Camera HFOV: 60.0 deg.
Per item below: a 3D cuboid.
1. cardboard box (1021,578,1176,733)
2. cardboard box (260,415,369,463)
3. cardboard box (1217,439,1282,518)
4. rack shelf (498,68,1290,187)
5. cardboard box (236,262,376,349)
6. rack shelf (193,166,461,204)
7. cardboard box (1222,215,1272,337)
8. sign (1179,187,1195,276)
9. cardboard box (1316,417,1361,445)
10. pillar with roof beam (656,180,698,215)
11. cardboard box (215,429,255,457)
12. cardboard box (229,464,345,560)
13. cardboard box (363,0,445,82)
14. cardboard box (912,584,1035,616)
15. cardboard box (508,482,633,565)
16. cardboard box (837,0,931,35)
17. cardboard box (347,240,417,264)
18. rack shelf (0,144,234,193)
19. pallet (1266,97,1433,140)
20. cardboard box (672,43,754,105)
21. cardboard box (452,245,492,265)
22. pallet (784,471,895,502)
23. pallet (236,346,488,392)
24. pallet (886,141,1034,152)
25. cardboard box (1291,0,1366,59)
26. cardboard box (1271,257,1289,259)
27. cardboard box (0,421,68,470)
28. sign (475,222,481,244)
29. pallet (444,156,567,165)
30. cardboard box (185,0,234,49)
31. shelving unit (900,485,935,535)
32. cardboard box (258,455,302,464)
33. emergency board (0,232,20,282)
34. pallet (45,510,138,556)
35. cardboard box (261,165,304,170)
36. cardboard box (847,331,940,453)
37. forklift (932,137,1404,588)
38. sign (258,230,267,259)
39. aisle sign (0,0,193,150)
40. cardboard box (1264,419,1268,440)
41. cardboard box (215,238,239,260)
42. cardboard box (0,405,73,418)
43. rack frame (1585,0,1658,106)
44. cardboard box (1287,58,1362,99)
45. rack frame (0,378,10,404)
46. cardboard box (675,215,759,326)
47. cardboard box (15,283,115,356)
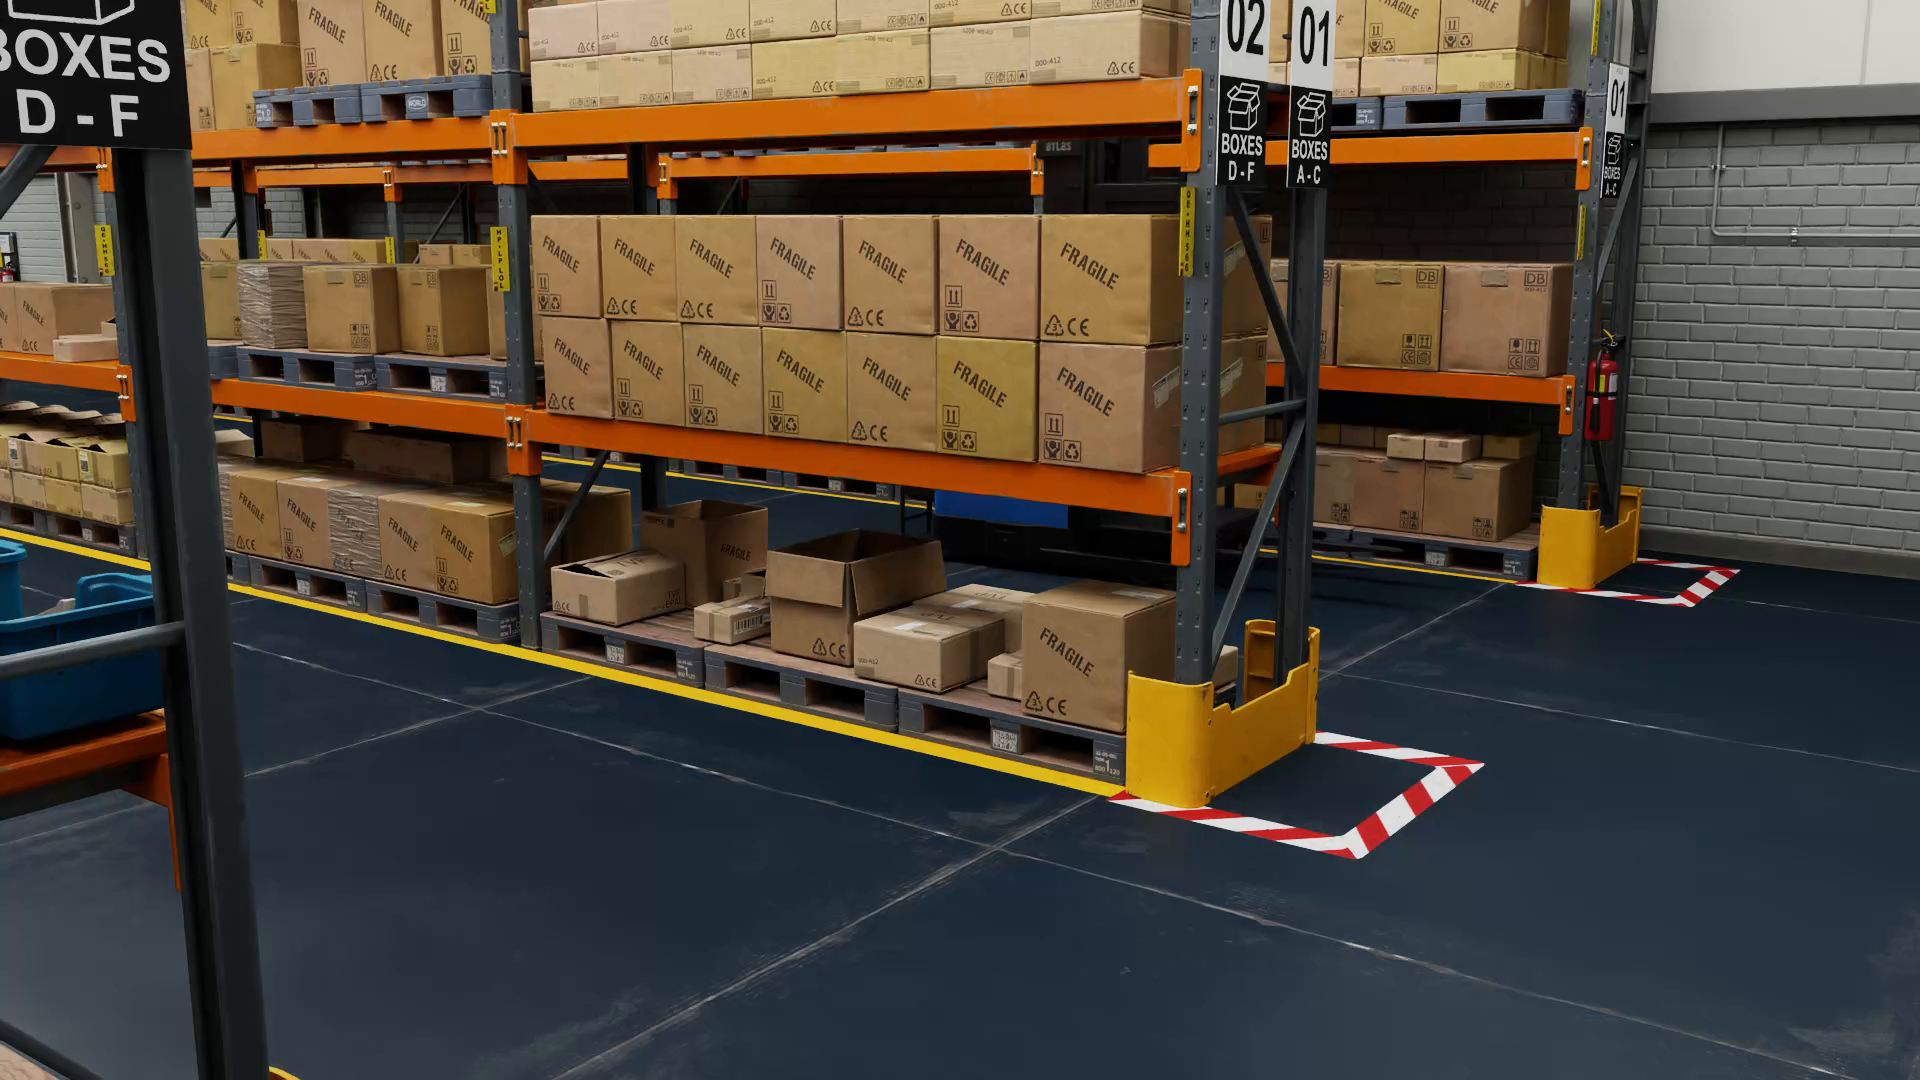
[{"bbox_3d":[0.606,0.480,7.076,0.500,0.500,0.500,8,13,36],"label":"cardboard box"},{"bbox_3d":[-4.317,-0.690,11.146,0.500,0.250,0.500,9,14,38],"label":"cardboard box"},{"bbox_3d":[2.253,-0.481,12.094,0.500,0.500,0.700,8,14,37],"label":"cardboard box"},{"bbox_3d":[-0.421,-1.853,7.705,4.000,0.370,1.077,8,13,36],"label":"rack shelf"},{"bbox_3d":[-4.059,-1.477,10.400,0.700,0.500,0.500,-10,15,-42],"label":"cardboard box"},{"bbox_3d":[-7.164,-3.961,18.601,4.000,0.370,1.077,8,13,36],"label":"rack shelf"},{"bbox_3d":[0.989,-1.139,7.122,0.500,0.500,0.500,8,14,37],"label":"cardboard box"},{"bbox_3d":[0.846,-1.149,6.192,0.005,0.325,0.100,8,13,36],"label":"sign"},{"bbox_3d":[2.692,-0.787,11.966,0.250,0.149,0.380,8,14,36],"label":"cardboard box"},{"bbox_3d":[-5.412,-4.731,12.794,0.400,9.000,9.100,8,13,36],"label":"pillar with roof beam"},{"bbox_3d":[-5.506,-0.643,12.114,0.500,0.311,0.500,9,14,37],"label":"cardboard box"},{"bbox_3d":[-4.233,-0.186,10.518,0.500,0.500,0.500,8,13,35],"label":"cardboard box"},{"bbox_3d":[-2.948,-2.875,9.462,0.600,0.600,0.600,8,13,35],"label":"cardboard box"},{"bbox_3d":[0.114,0.409,8.101,0.500,0.250,0.500,8,13,36],"label":"cardboard box"},{"bbox_3d":[-2.279,-0.038,9.754,0.500,0.500,0.500,7,13,33],"label":"cardboard box"},{"bbox_3d":[-0.178,-2.284,7.122,0.500,0.250,0.500,8,13,36],"label":"cardboard box"},{"bbox_3d":[-6.116,-2.926,17.627,0.500,0.500,0.500,8,13,35],"label":"cardboard box"},{"bbox_3d":[-6.870,-2.752,12.354,4.000,0.370,1.077,8,13,36],"label":"rack shelf"},{"bbox_3d":[2.528,-2.915,11.537,1.213,0.211,1.003,8,13,36],"label":"pallet"},{"bbox_3d":[-0.985,-2.151,7.750,0.500,0.250,0.500,8,13,36],"label":"cardboard box"},{"bbox_3d":[-4.716,-2.755,16.951,0.500,0.500,0.700,10,15,41],"label":"cardboard box"},{"bbox_3d":[-0.758,-0.560,14.369,1.213,0.211,1.003,8,13,36],"label":"pallet"},{"bbox_3d":[-3.687,-1.096,10.301,1.213,0.211,1.003,8,13,36],"label":"pallet"},{"bbox_3d":[0.127,-3.191,13.233,1.217,0.209,0.805,7,13,33],"label":"pallet"},{"bbox_3d":[2.546,-3.445,11.096,0.500,0.500,0.500,7,13,33],"label":"cardboard box"},{"bbox_3d":[1.908,-1.718,12.221,0.700,0.700,0.980,8,13,34],"label":"cardboard box"},{"bbox_3d":[-7.056,-0.732,12.572,0.500,0.311,0.500,8,14,37],"label":"cardboard box"},{"bbox_3d":[-5.227,-3.270,17.987,0.005,0.325,0.100,8,13,36],"label":"sign"},{"bbox_3d":[-4.280,-3.795,16.345,1.003,0.211,1.213,8,13,36],"label":"pallet"},{"bbox_3d":[-4.499,-3.313,10.465,0.500,0.500,0.500,8,13,36],"label":"cardboard box"},{"bbox_3d":[-0.115,-1.037,11.860,0.503,2.100,0.431,6,13,30],"label":"shelving unit"},{"bbox_3d":[-4.365,-0.327,11.247,0.500,0.500,0.500,9,14,38],"label":"cardboard box"},{"bbox_3d":[-14.505,-4.078,25.211,0.643,1.169,0.194,8,13,36],"label":"emergency board"},{"bbox_3d":[-5.898,-0.137,12.183,1.213,0.211,1.003,8,13,36],"label":"pallet"},{"bbox_3d":[-7.378,-4.341,18.358,0.500,0.500,0.500,9,14,39],"label":"cardboard box"},{"bbox_3d":[-0.151,-0.681,7.388,0.500,0.500,0.500,8,14,36],"label":"cardboard box"},{"bbox_3d":[1.343,-1.249,10.768,3.031,2.935,1.130,6,13,30],"label":"forklift"},{"bbox_3d":[-4.944,-2.021,11.741,0.005,0.325,0.100,8,13,36],"label":"sign"},{"bbox_3d":[-1.511,-1.064,2.788,0.004,0.787,0.394,8,13,36],"label":"aisle sign"},{"bbox_3d":[2.027,-0.789,11.980,0.250,0.149,0.380,7,13,34],"label":"cardboard box"},{"bbox_3d":[-8.177,-3.213,19.111,0.500,0.500,0.500,8,14,36],"label":"cardboard box"},{"bbox_3d":[-7.562,-0.930,13.595,0.500,0.311,0.500,8,14,37],"label":"cardboard box"},{"bbox_3d":[4.120,-4.212,10.112,0.127,3.000,1.000,8,13,36],"label":"rack frame"},{"bbox_3d":[2.530,-3.079,11.178,0.500,0.250,0.500,7,13,34],"label":"cardboard box"},{"bbox_3d":[-8.482,-1.857,13.733,0.127,3.000,1.000,8,13,36],"label":"rack frame"},{"bbox_3d":[-0.990,-1.286,7.885,0.500,0.500,0.500,7,13,34],"label":"cardboard box"},{"bbox_3d":[-6.620,-1.643,12.361,0.500,0.500,0.500,7,13,33],"label":"cardboard box"}]
